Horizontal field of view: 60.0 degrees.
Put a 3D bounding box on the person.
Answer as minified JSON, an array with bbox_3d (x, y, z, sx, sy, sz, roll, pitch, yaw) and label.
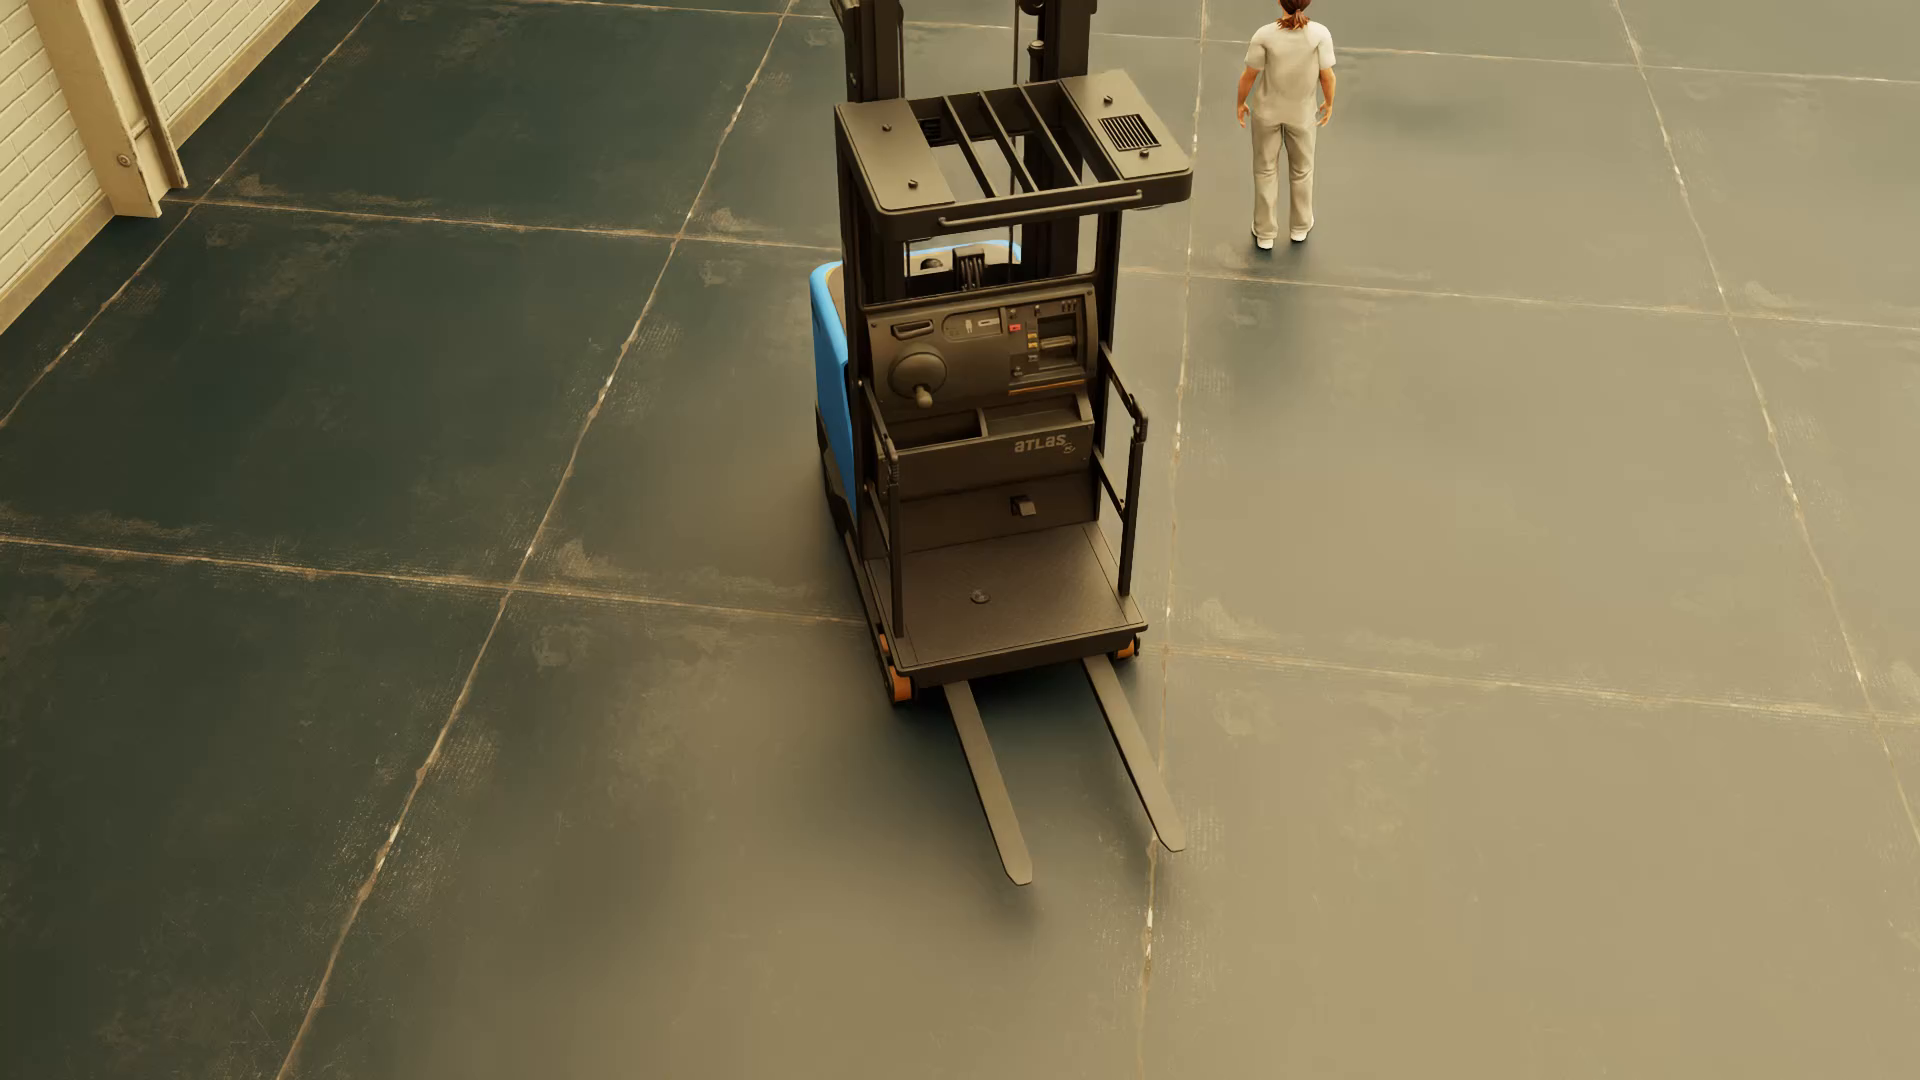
[{"bbox_3d":[1.810,-2.402,9.256,0.550,1.673,0.548,6,43,6],"label":"person"}]

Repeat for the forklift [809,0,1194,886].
[{"bbox_3d":[0.153,-0.681,6.465,1.130,2.935,3.031,-10,44,-11],"label":"forklift"}]
